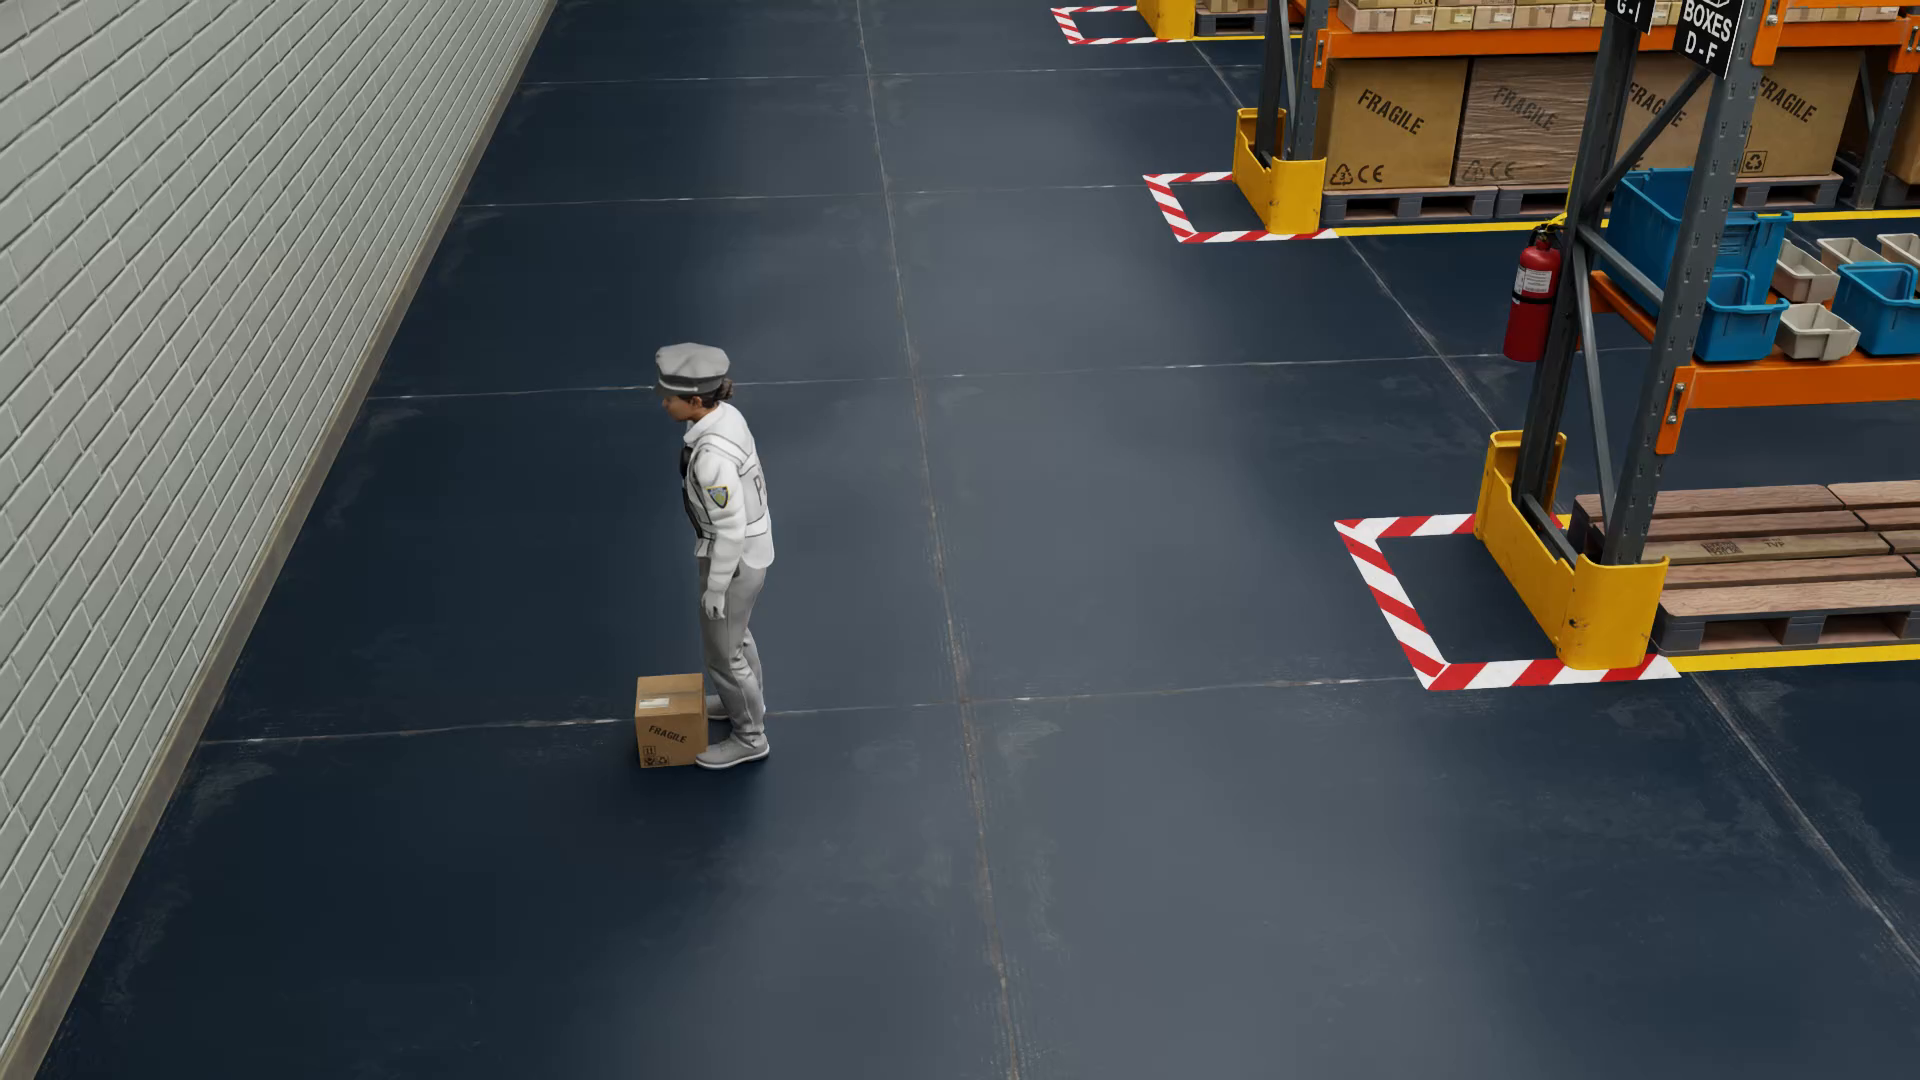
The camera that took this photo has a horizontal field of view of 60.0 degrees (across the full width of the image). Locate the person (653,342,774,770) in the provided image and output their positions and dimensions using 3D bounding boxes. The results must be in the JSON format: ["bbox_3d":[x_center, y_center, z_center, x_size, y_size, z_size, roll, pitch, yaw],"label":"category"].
[{"bbox_3d":[-0.856,0.069,6.017,0.369,1.663,0.518,-4,32,-6],"label":"person"}]
